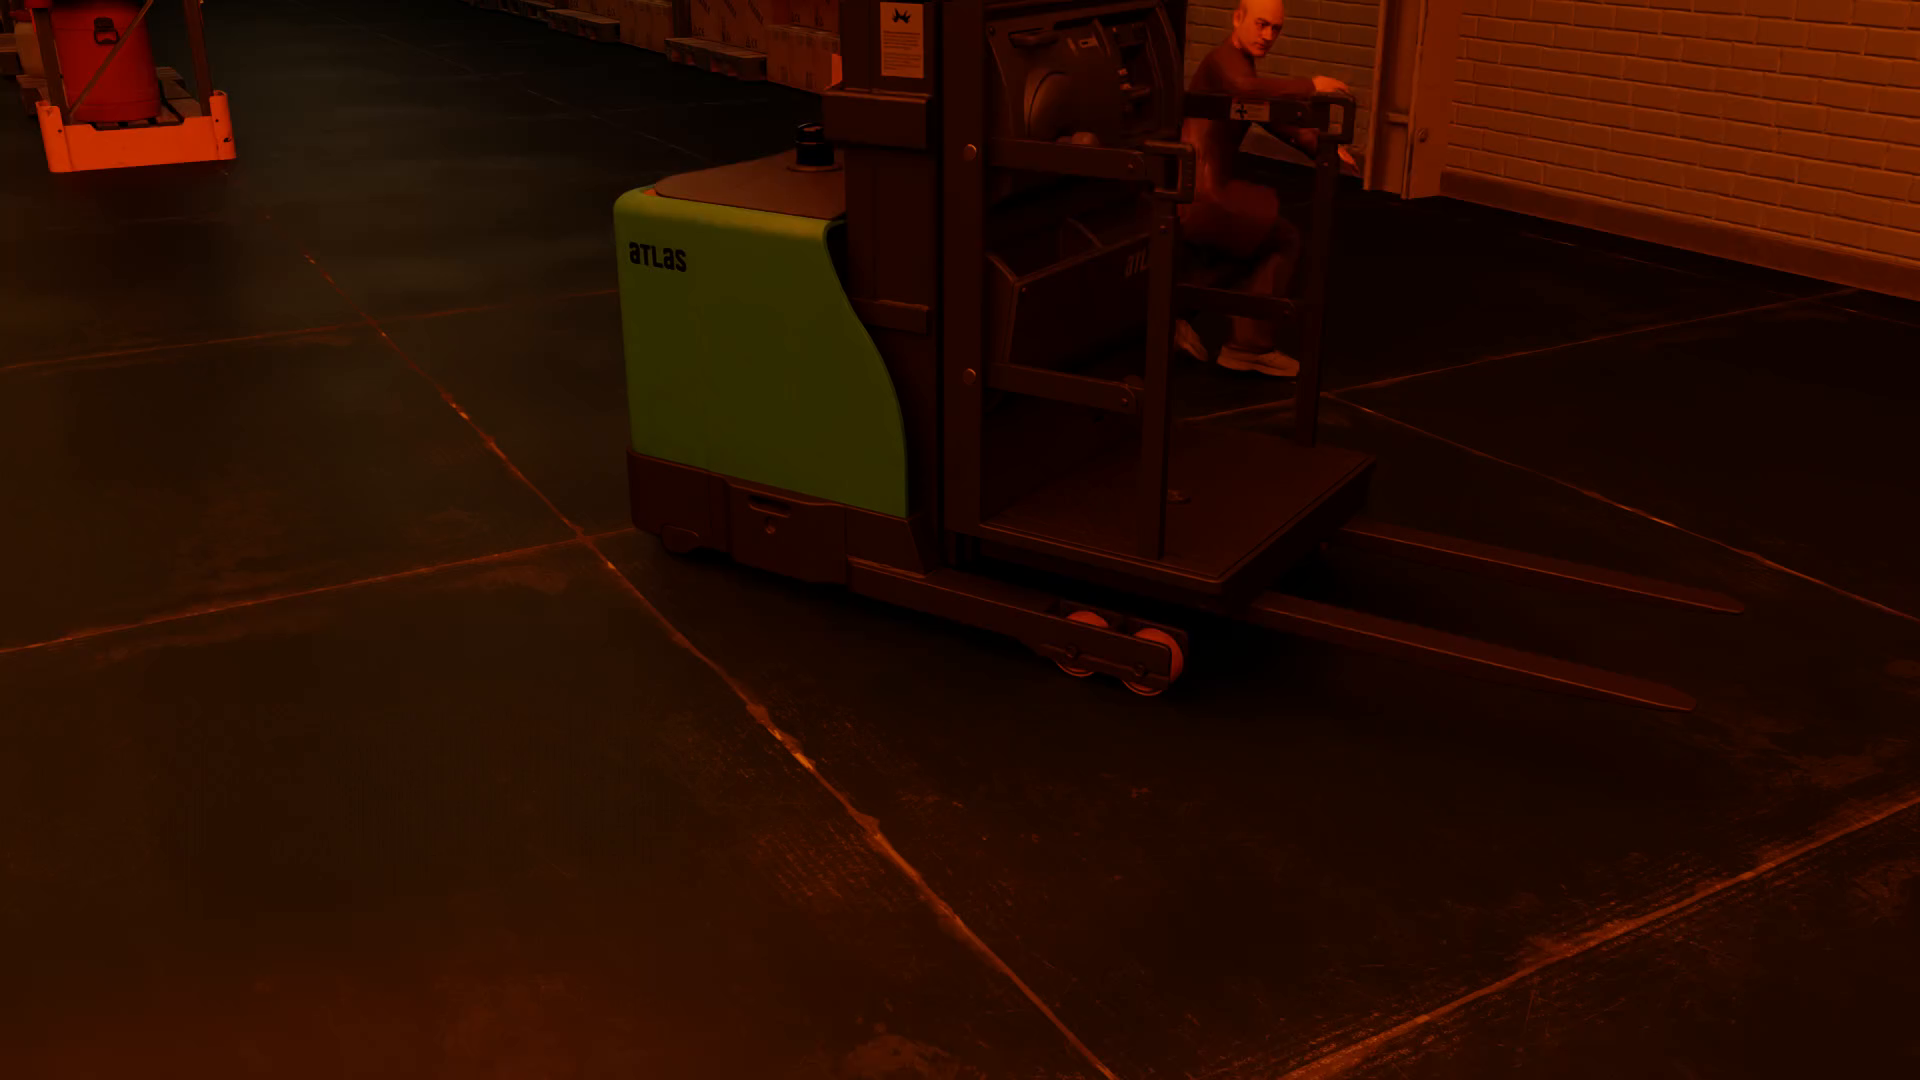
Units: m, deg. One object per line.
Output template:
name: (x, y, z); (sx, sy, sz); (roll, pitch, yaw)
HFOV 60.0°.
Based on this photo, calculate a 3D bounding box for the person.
person: (1.237, -1.402, 6.620); (0.991, 1.502, 0.844); (-5, 23, -11)

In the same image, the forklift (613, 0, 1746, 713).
forklift: (0.513, -1.194, 4.183); (3.031, 2.935, 1.130); (14, 26, 30)
